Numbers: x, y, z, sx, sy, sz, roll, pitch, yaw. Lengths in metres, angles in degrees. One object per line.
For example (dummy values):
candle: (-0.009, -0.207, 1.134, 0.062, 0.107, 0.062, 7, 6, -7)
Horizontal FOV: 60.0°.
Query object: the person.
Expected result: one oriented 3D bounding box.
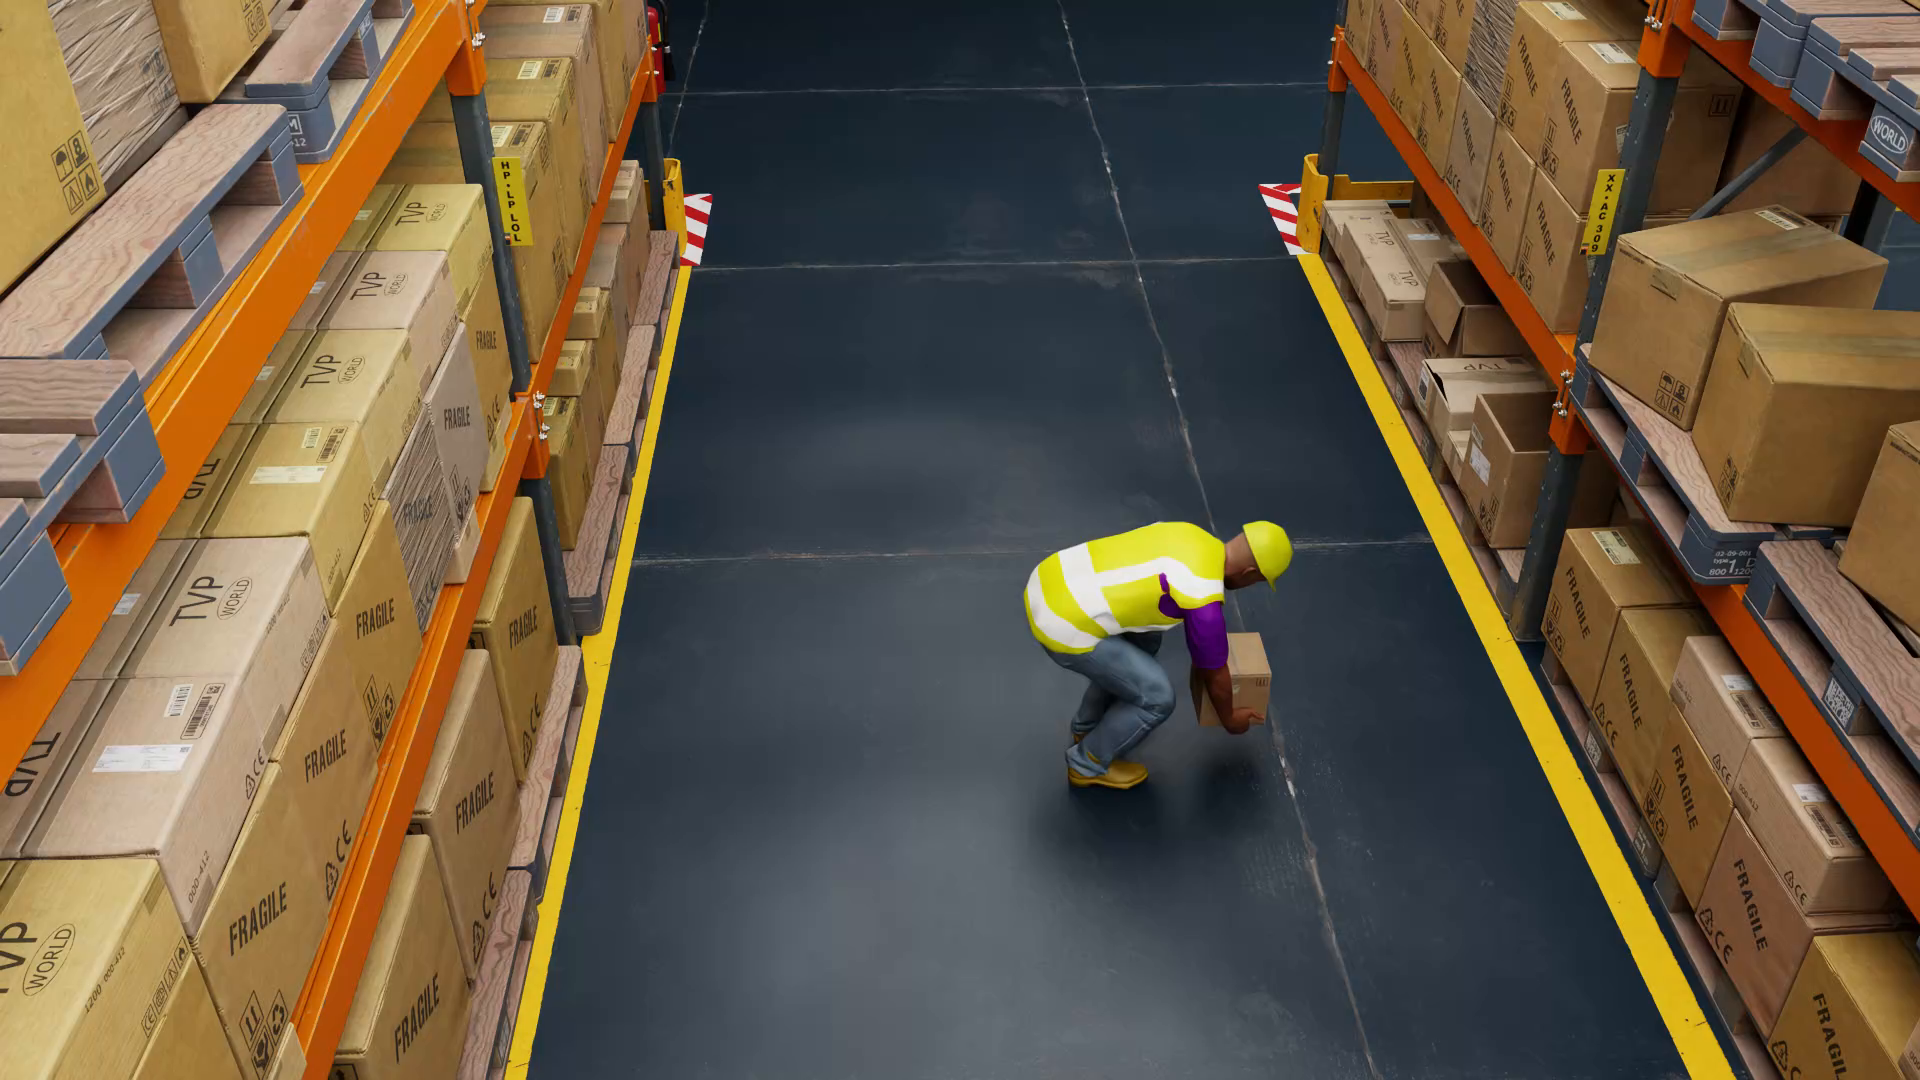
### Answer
person: (0.719, 0.397, 6.188, 0.965, 1.042, 0.522, -3, 35, -4)
